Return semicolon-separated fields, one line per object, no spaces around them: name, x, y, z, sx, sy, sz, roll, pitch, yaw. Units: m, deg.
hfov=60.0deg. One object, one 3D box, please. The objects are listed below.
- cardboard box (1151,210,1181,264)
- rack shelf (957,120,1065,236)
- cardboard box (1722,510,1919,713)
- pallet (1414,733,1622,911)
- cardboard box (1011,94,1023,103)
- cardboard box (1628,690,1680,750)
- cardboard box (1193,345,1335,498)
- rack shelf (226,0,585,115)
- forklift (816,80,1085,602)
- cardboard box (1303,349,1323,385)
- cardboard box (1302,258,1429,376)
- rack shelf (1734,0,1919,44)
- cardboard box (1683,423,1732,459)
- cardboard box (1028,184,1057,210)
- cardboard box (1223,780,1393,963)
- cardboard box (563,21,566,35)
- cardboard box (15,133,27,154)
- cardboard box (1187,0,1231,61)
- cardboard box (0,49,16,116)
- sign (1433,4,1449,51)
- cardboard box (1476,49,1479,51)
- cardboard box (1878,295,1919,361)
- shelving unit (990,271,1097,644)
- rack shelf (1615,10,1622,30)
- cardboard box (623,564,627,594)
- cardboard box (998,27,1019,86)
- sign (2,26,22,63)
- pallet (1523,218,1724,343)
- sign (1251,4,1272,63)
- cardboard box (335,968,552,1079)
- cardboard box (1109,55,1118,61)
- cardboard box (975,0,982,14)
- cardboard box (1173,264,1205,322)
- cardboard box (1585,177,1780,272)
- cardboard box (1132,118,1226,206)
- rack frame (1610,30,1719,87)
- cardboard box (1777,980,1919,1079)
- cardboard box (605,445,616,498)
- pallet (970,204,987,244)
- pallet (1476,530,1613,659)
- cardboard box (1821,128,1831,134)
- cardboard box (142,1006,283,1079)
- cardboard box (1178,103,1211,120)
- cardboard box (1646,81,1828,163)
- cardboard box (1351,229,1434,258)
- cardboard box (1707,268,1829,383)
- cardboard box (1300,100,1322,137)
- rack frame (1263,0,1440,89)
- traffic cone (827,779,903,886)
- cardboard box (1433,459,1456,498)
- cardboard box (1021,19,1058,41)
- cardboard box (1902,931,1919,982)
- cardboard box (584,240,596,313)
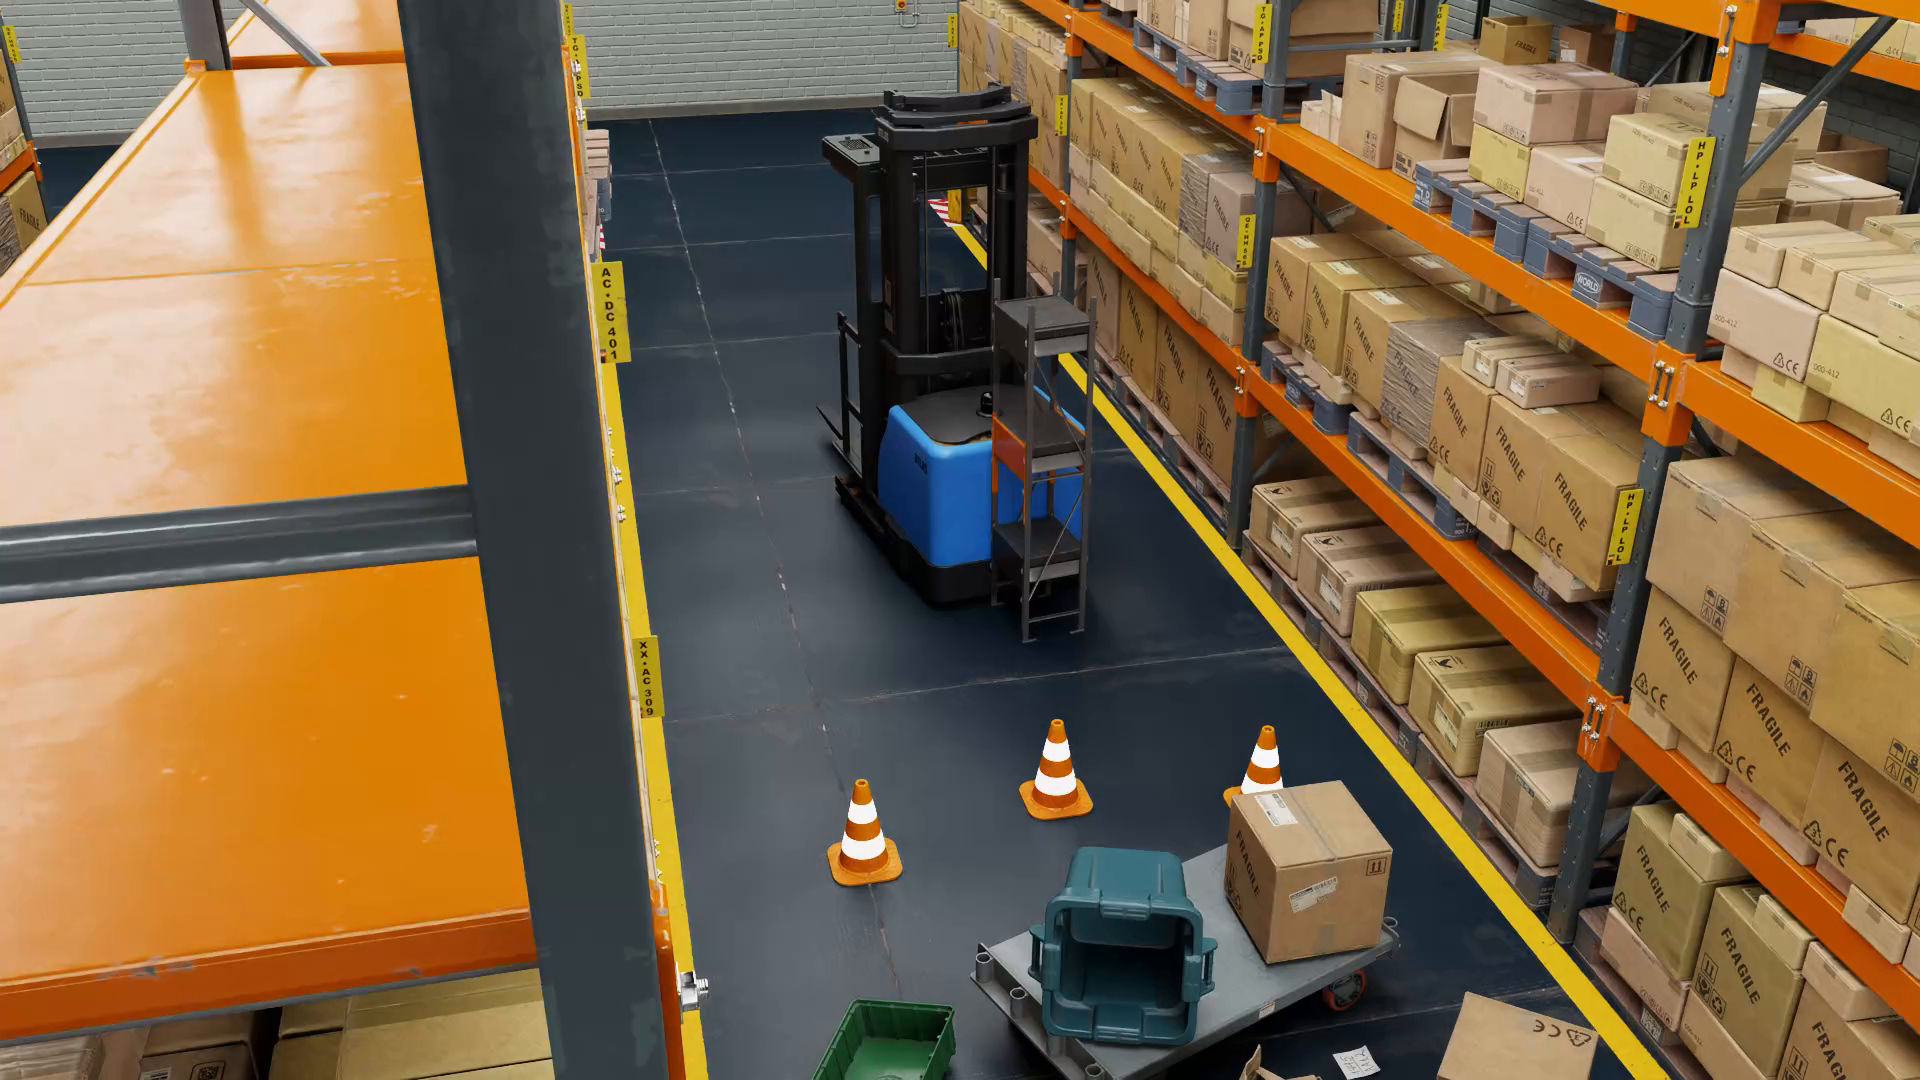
cardboard box;1.659;-2.136;11.612;0.500;0.250;0.500;-7;28;-13
rack shelf;0.918;-3.659;15.815;1.077;0.370;4.000;-6;27;-12
cardboard box;3.153;0.228;5.765;0.700;0.500;0.500;-6;27;-11
pallet;2.995;1.313;8.260;1.003;0.211;1.213;-6;27;-12
cardboard box;0.766;-3.769;15.123;0.500;0.500;0.500;-6;27;-12
cardboard box;2.930;0.693;6.673;0.380;0.149;0.250;-6;27;-12
cardboard box;2.195;-0.897;11.436;0.875;0.875;0.875;-6;27;-12
rack shelf;-2.079;-2.099;6.511;1.077;0.370;4.000;-6;27;-12
forklift;-0.227;-1.570;10.953;1.130;2.935;3.031;-10;28;-19
cardboard box;2.210;-1.007;9.576;0.380;0.149;0.250;-8;28;-15
cardboard box;2.270;-1.262;9.360;0.500;0.500;0.500;-5;27;-9
rack shelf;3.622;-1.068;4.027;1.077;0.370;4.000;-6;27;-12
cardboard box;3.345;-0.190;7.236;0.500;0.500;0.500;-5;27;-10
cardboard box;0.928;-3.221;16.527;0.875;0.438;0.875;-5;27;-10
cardboard box;1.444;1.382;6.964;0.500;0.500;0.500;-6;27;-12
cardboard box;-3.747;-4.309;14.755;0.500;0.500;0.500;-5;27;-9
cardboard box;-8.787;-3.617;15.212;0.380;0.149;0.250;-5;27;-11
cardboard box;1.862;-3.333;10.464;0.700;0.500;0.500;-7;28;-14
cardboard box;-8.822;-4.065;14.826;0.500;0.500;0.500;-6;27;-11
sign;2.799;-2.970;9.749;0.100;0.325;0.005;-6;27;-12
cardboard box;5.779;-5.028;17.566;0.500;0.250;0.500;-6;27;-11
cardboard box;3.095;-0.655;5.131;0.380;0.149;0.250;-6;27;-12
shelving unit;0.468;-0.458;9.675;0.431;2.100;0.503;-10;28;-19
rack shelf;5.753;-5.504;16.141;1.077;0.370;4.000;-6;27;-12
cardboard box;-1.599;0.433;6.799;0.500;0.500;0.500;-6;27;-11
cardboard box;0.658;-4.439;15.342;0.500;0.500;0.500;-6;27;-11
sign;-8.656;-4.523;15.181;0.100;0.325;0.005;-6;27;-12
pallet;3.136;-1.127;6.880;1.213;0.211;1.003;-6;27;-12
sign;1.727;-2.898;9.519;0.100;0.325;0.005;-6;27;-12
cardboard box;-0.548;0.609;2.049;0.380;0.149;0.250;-6;27;-11
cardboard box;1.477;-4.158;14.066;0.380;0.149;0.250;-6;27;-11
cardboard box;0.353;-5.221;16.171;0.380;0.149;0.250;-5;27;-10
cardboard box;1.773;-1.697;11.297;0.500;0.250;0.500;-5;27;-11
cardboard box;2.899;-1.291;6.697;0.500;0.250;0.500;-6;28;-13
cardboard box;1.563;-2.703;11.903;0.500;0.500;0.500;-6;27;-12
rack frame;6.204;-3.608;14.915;1.000;3.000;0.127;-6;27;-12
cardboard box;3.289;1.863;5.829;0.500;0.500;0.500;-5;27;-9
cardboard box;-0.893;-0.063;3.381;0.380;0.149;0.250;-6;27;-11
pallet;0.724;-3.270;17.341;1.003;0.211;1.213;-6;27;-12
pallet;3.141;0.145;7.692;1.003;0.211;1.213;-6;27;-12
cardboard box;6.388;-3.033;13.199;0.700;0.500;0.500;-6;27;-12
cardboard box;-1.221;0.670;2.371;0.500;0.250;0.500;-6;27;-11
cardboard box;1.933;-2.971;12.434;0.500;0.500;0.500;-5;27;-10
cardboard box;3.308;-1.788;7.126;0.500;0.250;0.500;-7;28;-13
cardboard box;2.643;-1.540;9.911;0.500;0.500;0.500;-7;28;-13
cardboard box;3.004;-0.774;5.808;0.500;0.250;0.500;-7;28;-13
cardboard box;2.175;-2.417;9.507;0.380;0.149;0.250;-6;27;-12
rack frame;2.270;-4.024;9.082;1.000;3.000;0.127;-6;27;-12
traffic cone;-0.460;1.347;7.913;0.336;0.463;0.334;-6;27;-12
cardboard box;2.571;-0.312;8.199;0.380;0.149;0.250;-6;27;-12
cardboard box;0.763;-4.553;14.848;0.380;0.149;0.250;-7;28;-13
cardboard box;3.293;1.363;5.345;0.380;0.149;0.250;-6;27;-12
cardboard box;-1.235;-0.730;4.701;0.380;0.149;0.250;-6;27;-12
